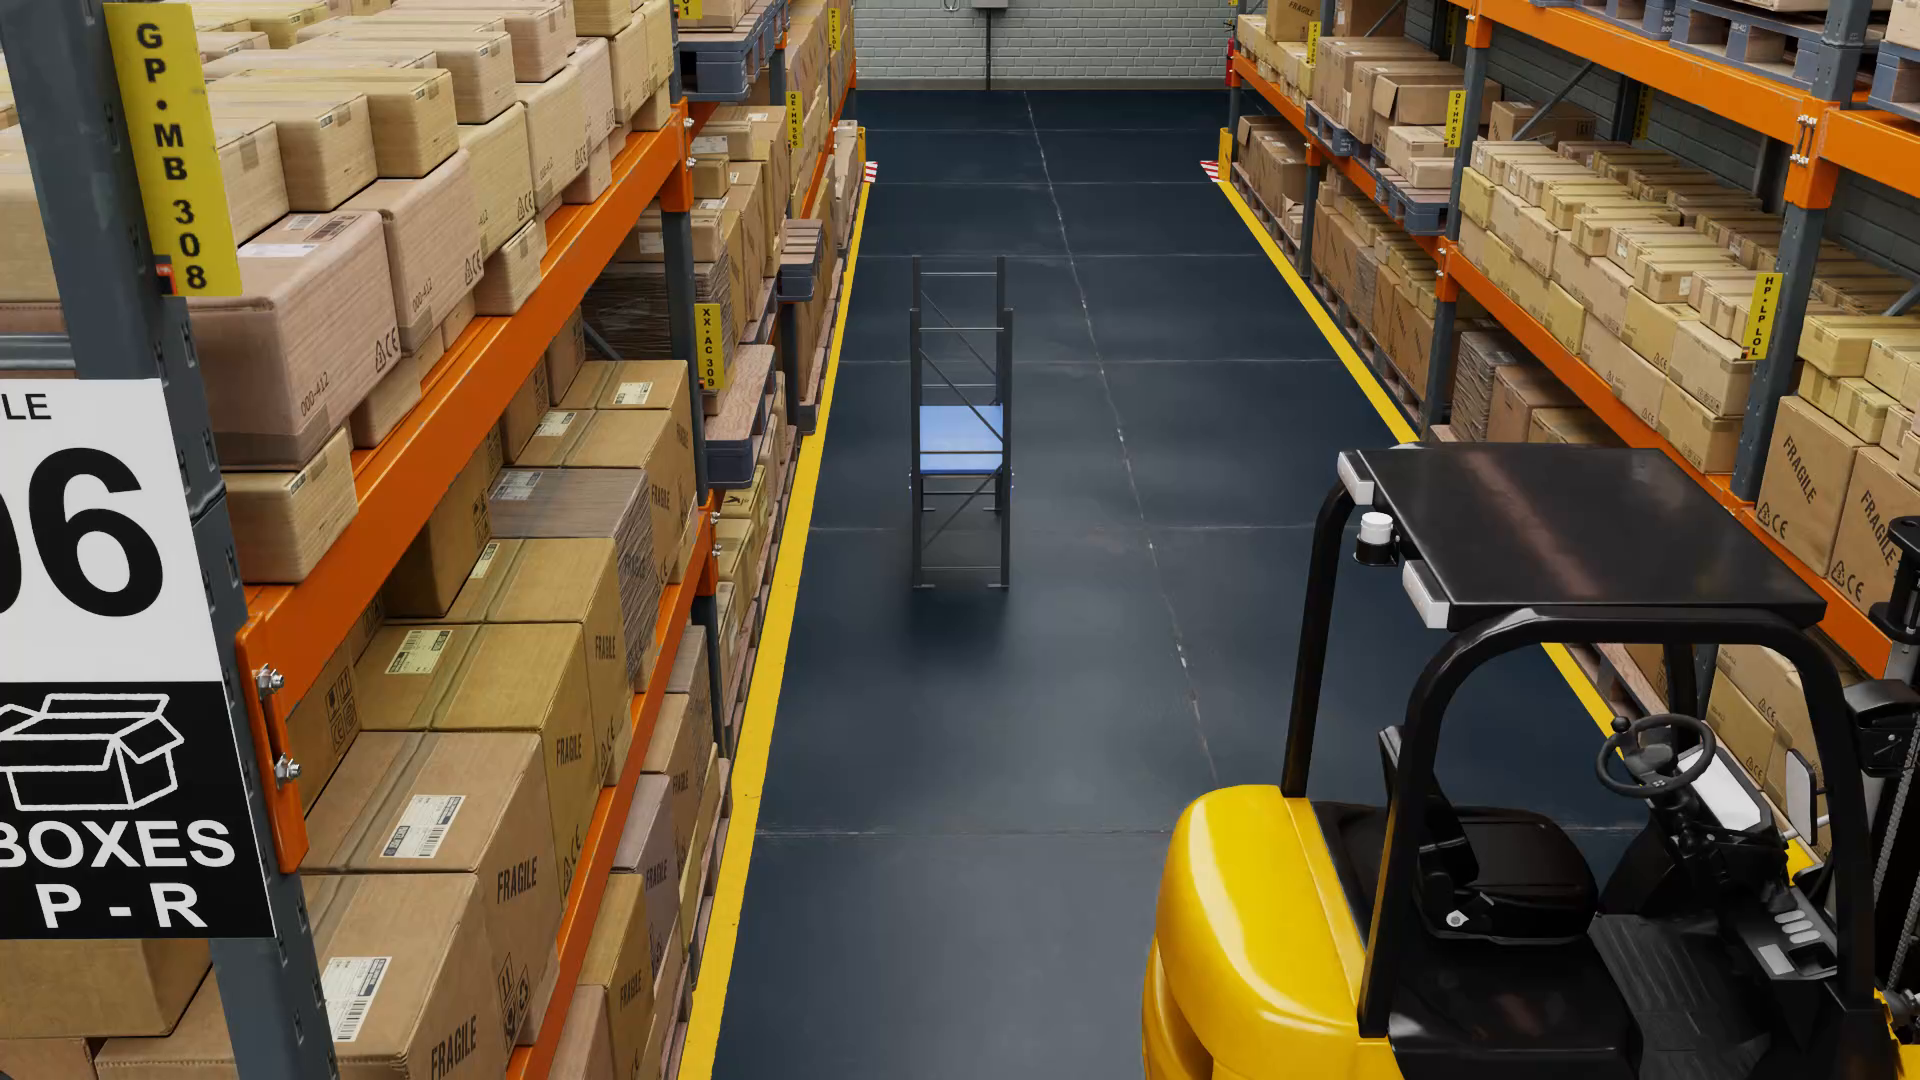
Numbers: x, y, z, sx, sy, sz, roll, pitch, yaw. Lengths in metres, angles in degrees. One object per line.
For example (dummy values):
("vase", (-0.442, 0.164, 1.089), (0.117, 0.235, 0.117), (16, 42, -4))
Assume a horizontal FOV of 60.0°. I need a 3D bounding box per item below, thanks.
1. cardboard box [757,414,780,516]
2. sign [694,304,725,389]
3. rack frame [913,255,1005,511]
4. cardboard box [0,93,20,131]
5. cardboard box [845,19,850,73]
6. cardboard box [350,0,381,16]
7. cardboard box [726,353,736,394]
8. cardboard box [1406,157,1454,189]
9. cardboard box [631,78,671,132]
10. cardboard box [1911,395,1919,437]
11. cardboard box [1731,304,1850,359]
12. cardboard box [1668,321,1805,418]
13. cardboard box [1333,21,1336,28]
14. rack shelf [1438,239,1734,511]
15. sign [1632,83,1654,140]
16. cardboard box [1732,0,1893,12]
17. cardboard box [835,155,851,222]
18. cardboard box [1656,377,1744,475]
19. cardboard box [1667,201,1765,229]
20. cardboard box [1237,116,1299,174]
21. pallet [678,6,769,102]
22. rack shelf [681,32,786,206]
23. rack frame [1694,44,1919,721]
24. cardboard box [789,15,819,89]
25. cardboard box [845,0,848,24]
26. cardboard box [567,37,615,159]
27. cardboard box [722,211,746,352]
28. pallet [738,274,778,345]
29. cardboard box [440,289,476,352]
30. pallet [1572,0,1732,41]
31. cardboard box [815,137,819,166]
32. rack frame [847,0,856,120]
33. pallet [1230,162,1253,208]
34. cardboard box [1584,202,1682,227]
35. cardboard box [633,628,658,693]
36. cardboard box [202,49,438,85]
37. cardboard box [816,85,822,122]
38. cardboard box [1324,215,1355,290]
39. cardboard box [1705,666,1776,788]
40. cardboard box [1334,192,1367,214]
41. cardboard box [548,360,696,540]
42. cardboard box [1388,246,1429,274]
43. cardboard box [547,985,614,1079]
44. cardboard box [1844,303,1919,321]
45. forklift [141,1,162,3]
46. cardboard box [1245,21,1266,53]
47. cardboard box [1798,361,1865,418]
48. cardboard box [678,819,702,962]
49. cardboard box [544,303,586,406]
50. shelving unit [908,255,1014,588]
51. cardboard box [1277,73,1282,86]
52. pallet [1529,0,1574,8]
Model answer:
("cardboard box", (-1.501, -0.418, 9.214), (0.950, 0.372, 0.625), (-1, 24, -2))
("sign", (-0.927, -0.713, 6.135), (0.100, 0.325, 0.005), (0, 24, -1))
("rack frame", (-0.005, -0.858, 9.326), (0.500, 1.500, 0.032), (0, 24, -1))
("cardboard box", (-1.710, -0.630, 2.699), (0.380, 0.149, 0.250), (-1, 24, -1))
("cardboard box", (-1.324, -4.687, 15.851), (0.500, 0.500, 0.500), (0, 24, 1))
("cardboard box", (-1.737, -1.371, 4.338), (0.380, 0.149, 0.250), (-1, 24, -2))
("cardboard box", (-1.153, -0.722, 7.001), (0.380, 0.149, 0.250), (0, 24, 1))
("cardboard box", (3.060, -2.331, 10.558), (0.380, 0.149, 0.250), (0, 24, 0))
("cardboard box", (-1.160, -1.436, 5.450), (0.380, 0.149, 0.250), (0, 24, 0))
("cardboard box", (3.206, -0.362, 5.140), (0.380, 0.149, 0.250), (0, 24, 1))
("cardboard box", (3.268, -0.817, 6.509), (0.380, 0.149, 0.250), (1, 24, 1))
("cardboard box", (3.233, -0.697, 6.727), (0.500, 0.250, 0.500), (-1, 24, -2))
("cardboard box", (3.638, -4.948, 16.371), (0.500, 0.250, 0.500), (0, 24, 0))
("rack shelf", (3.472, -0.833, 8.325), (1.077, 0.370, 4.000), (0, 24, -1))
("sign", (4.005, -2.516, 9.768), (0.100, 0.325, 0.005), (0, 24, -1))
("cardboard box", (3.243, -2.197, 6.304), (0.500, 0.311, 0.500), (-1, 24, -2))
("cardboard box", (-1.466, -3.261, 15.420), (0.875, 0.438, 0.875), (-1, 24, -2))
("cardboard box", (3.227, -0.475, 6.842), (0.500, 0.250, 0.500), (0, 24, 1))
("cardboard box", (3.692, -1.560, 8.151), (0.380, 0.149, 0.250), (0, 24, 1))
("cardboard box", (3.275, -4.083, 17.157), (0.797, 0.503, 0.637), (-1, 24, -3))
("pallet", (-1.369, -1.849, 6.286), (1.213, 0.211, 1.003), (0, 24, -1))
("rack shelf", (-1.491, -2.176, 7.654), (1.077, 0.370, 4.000), (0, 24, -1))
("rack frame", (3.494, -0.337, 6.354), (1.000, 3.000, 0.127), (0, 24, -1))
("cardboard box", (-1.302, -3.505, 12.026), (0.500, 0.500, 0.500), (0, 24, 1))
("cardboard box", (-1.320, -5.142, 15.645), (0.500, 0.500, 0.500), (0, 24, -1))
("cardboard box", (-1.198, -1.148, 4.328), (0.500, 0.250, 0.500), (-1, 24, -1))
("cardboard box", (-1.194, -1.086, 7.019), (0.500, 0.500, 0.500), (0, 24, 0))
("pallet", (-1.450, -1.058, 8.182), (1.003, 0.211, 1.213), (0, 24, -1))
("cardboard box", (-1.200, -0.483, 3.343), (0.380, 0.149, 0.250), (-1, 24, -2))
("pallet", (3.562, -2.525, 7.783), (1.003, 0.211, 1.213), (1, 24, 2))
("cardboard box", (-1.309, -2.939, 12.291), (0.500, 0.250, 0.500), (-1, 24, -2))
("rack frame", (-1.600, -5.257, 17.235), (1.000, 3.000, 0.127), (0, 24, -1))
("pallet", (3.374, -3.651, 17.066), (1.003, 0.211, 1.213), (0, 24, -1))
("cardboard box", (3.283, -1.555, 8.139), (0.380, 0.149, 0.250), (0, 24, -1))
("cardboard box", (-1.147, 0.351, 5.138), (0.380, 0.149, 0.250), (-1, 24, -1))
("cardboard box", (-1.212, -0.840, 3.164), (0.380, 0.149, 0.250), (0, 24, -1))
("cardboard box", (-1.284, -3.169, 12.192), (0.500, 0.250, 0.500), (0, 24, 1))
("cardboard box", (3.203, -2.266, 13.143), (0.500, 0.500, 0.500), (-1, 24, -1))
("cardboard box", (3.191, 0.698, 6.287), (0.500, 0.250, 0.500), (0, 24, -1))
("cardboard box", (3.225, -2.718, 13.357), (0.380, 0.149, 0.250), (-1, 24, -2))
("cardboard box", (-1.216, -0.312, 5.817), (0.500, 0.500, 0.500), (-1, 24, -2))
("cardboard box", (3.238, -1.968, 11.698), (0.380, 0.149, 0.250), (-1, 24, -1))
("cardboard box", (-1.169, 1.496, 4.218), (0.500, 0.500, 0.500), (-1, 24, -3))
("cardboard box", (3.705, -0.823, 6.522), (0.380, 0.149, 0.250), (-1, 24, -2))
("forklift", (-3.512, -0.847, 7.566), (1.130, 2.935, 3.031), (9, 26, 18))
("cardboard box", (3.104, -4.953, 16.381), (0.500, 0.250, 0.500), (0, 24, 0))
("cardboard box", (3.235, -0.545, 5.907), (0.380, 0.149, 0.250), (-1, 24, -1))
("cardboard box", (-1.178, 1.211, 5.760), (0.500, 0.250, 0.500), (-1, 24, -2))
("cardboard box", (-1.681, -0.767, 5.610), (0.700, 0.500, 0.500), (-1, 24, -1))
("shelving unit", (0.001, -0.648, 8.863), (0.538, 1.500, 1.048), (0, 24, -1))
("cardboard box", (3.152, -4.285, 15.389), (0.380, 0.149, 0.250), (0, 24, -1))
("pallet", (3.547, -2.986, 8.802), (1.213, 0.211, 1.003), (1, 24, 2))
